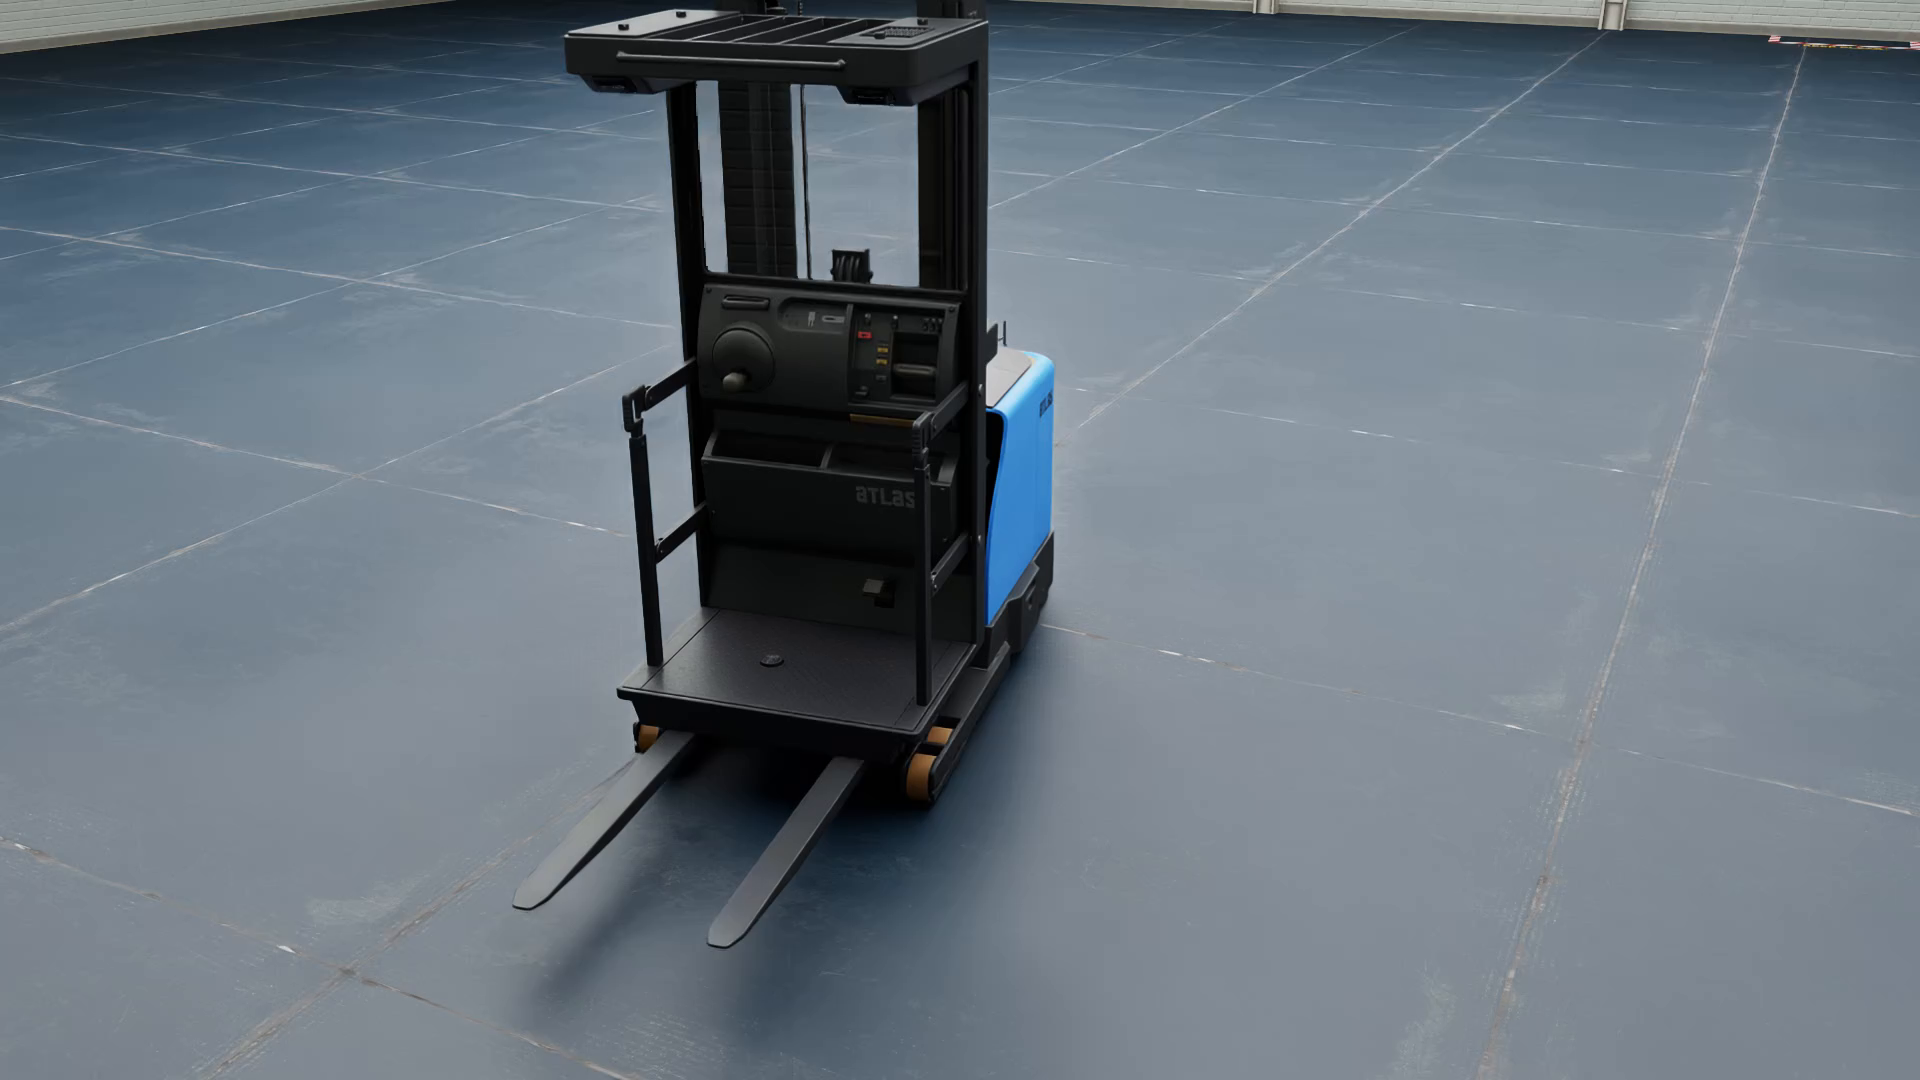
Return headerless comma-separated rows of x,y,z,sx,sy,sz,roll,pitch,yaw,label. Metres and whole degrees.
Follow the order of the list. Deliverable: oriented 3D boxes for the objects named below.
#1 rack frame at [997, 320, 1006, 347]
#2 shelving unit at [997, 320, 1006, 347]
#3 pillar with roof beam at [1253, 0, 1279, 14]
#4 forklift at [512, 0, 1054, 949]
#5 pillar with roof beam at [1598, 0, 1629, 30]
0.157,-0.452,7.472,0.008,1.050,0.200,11,25,25,rack frame
0.048,-0.474,7.522,0.252,1.050,0.215,11,25,25,shelving unit
3.655,-12.290,25.149,0.400,9.000,9.100,11,25,25,pillar with roof beam
-0.517,-0.631,5.488,1.130,2.935,3.031,7,24,16,forklift
9.009,-11.230,22.658,0.400,9.000,9.100,11,25,25,pillar with roof beam
